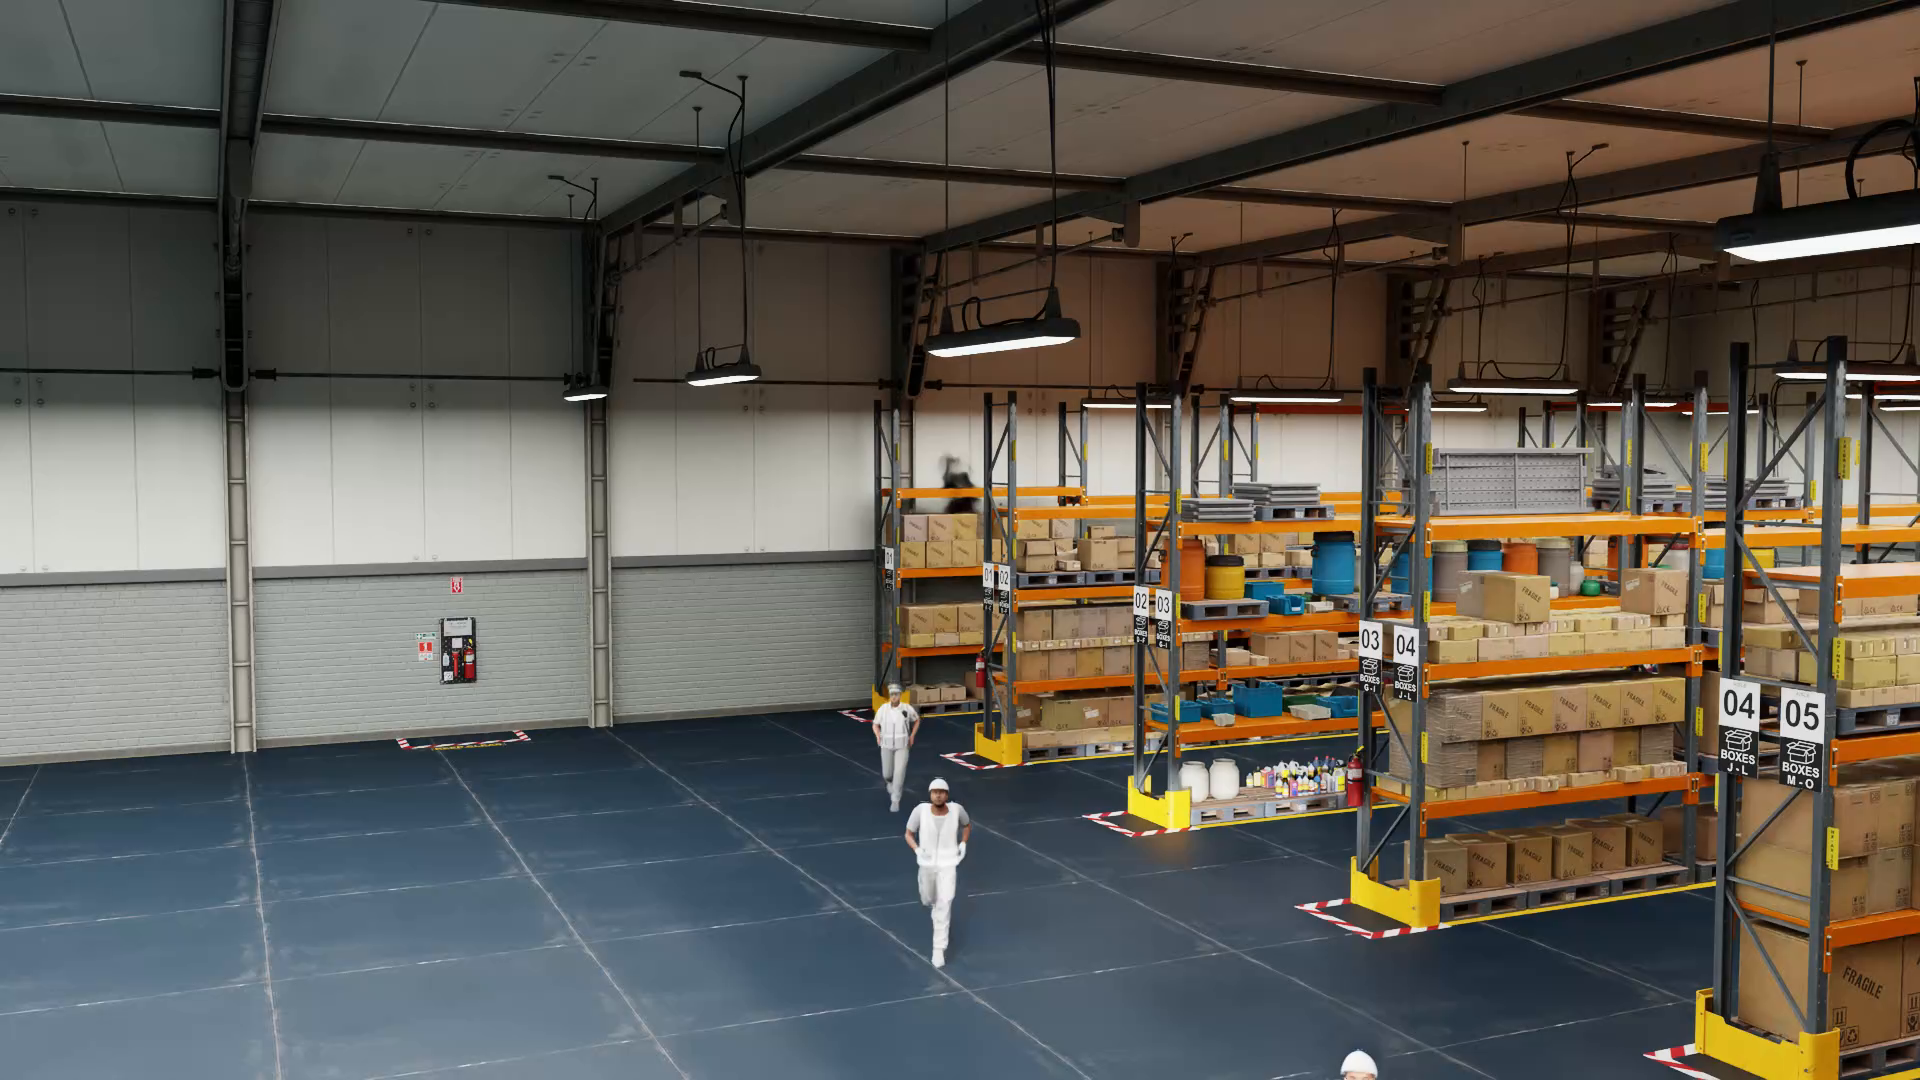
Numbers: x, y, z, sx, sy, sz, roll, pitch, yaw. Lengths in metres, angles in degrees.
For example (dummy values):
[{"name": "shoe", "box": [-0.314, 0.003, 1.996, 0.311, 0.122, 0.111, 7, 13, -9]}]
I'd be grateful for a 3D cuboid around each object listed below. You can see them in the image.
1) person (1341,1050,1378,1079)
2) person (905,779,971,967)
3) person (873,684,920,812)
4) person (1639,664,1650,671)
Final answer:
[{"name": "person", "box": [2.243, 3.738, 9.422, 0.666, 1.751, 0.596, 1, 3, 18]}, {"name": "person", "box": [-0.238, 3.304, 16.938, 0.649, 1.777, 1.150, 0, 3, 7]}, {"name": "person", "box": [-0.910, 2.927, 23.700, 0.673, 1.767, 0.829, 0, 3, 3]}, {"name": "person", "box": [12.207, 2.540, 29.965, 0.759, 1.834, 0.624, -3, 4, -40]}]
